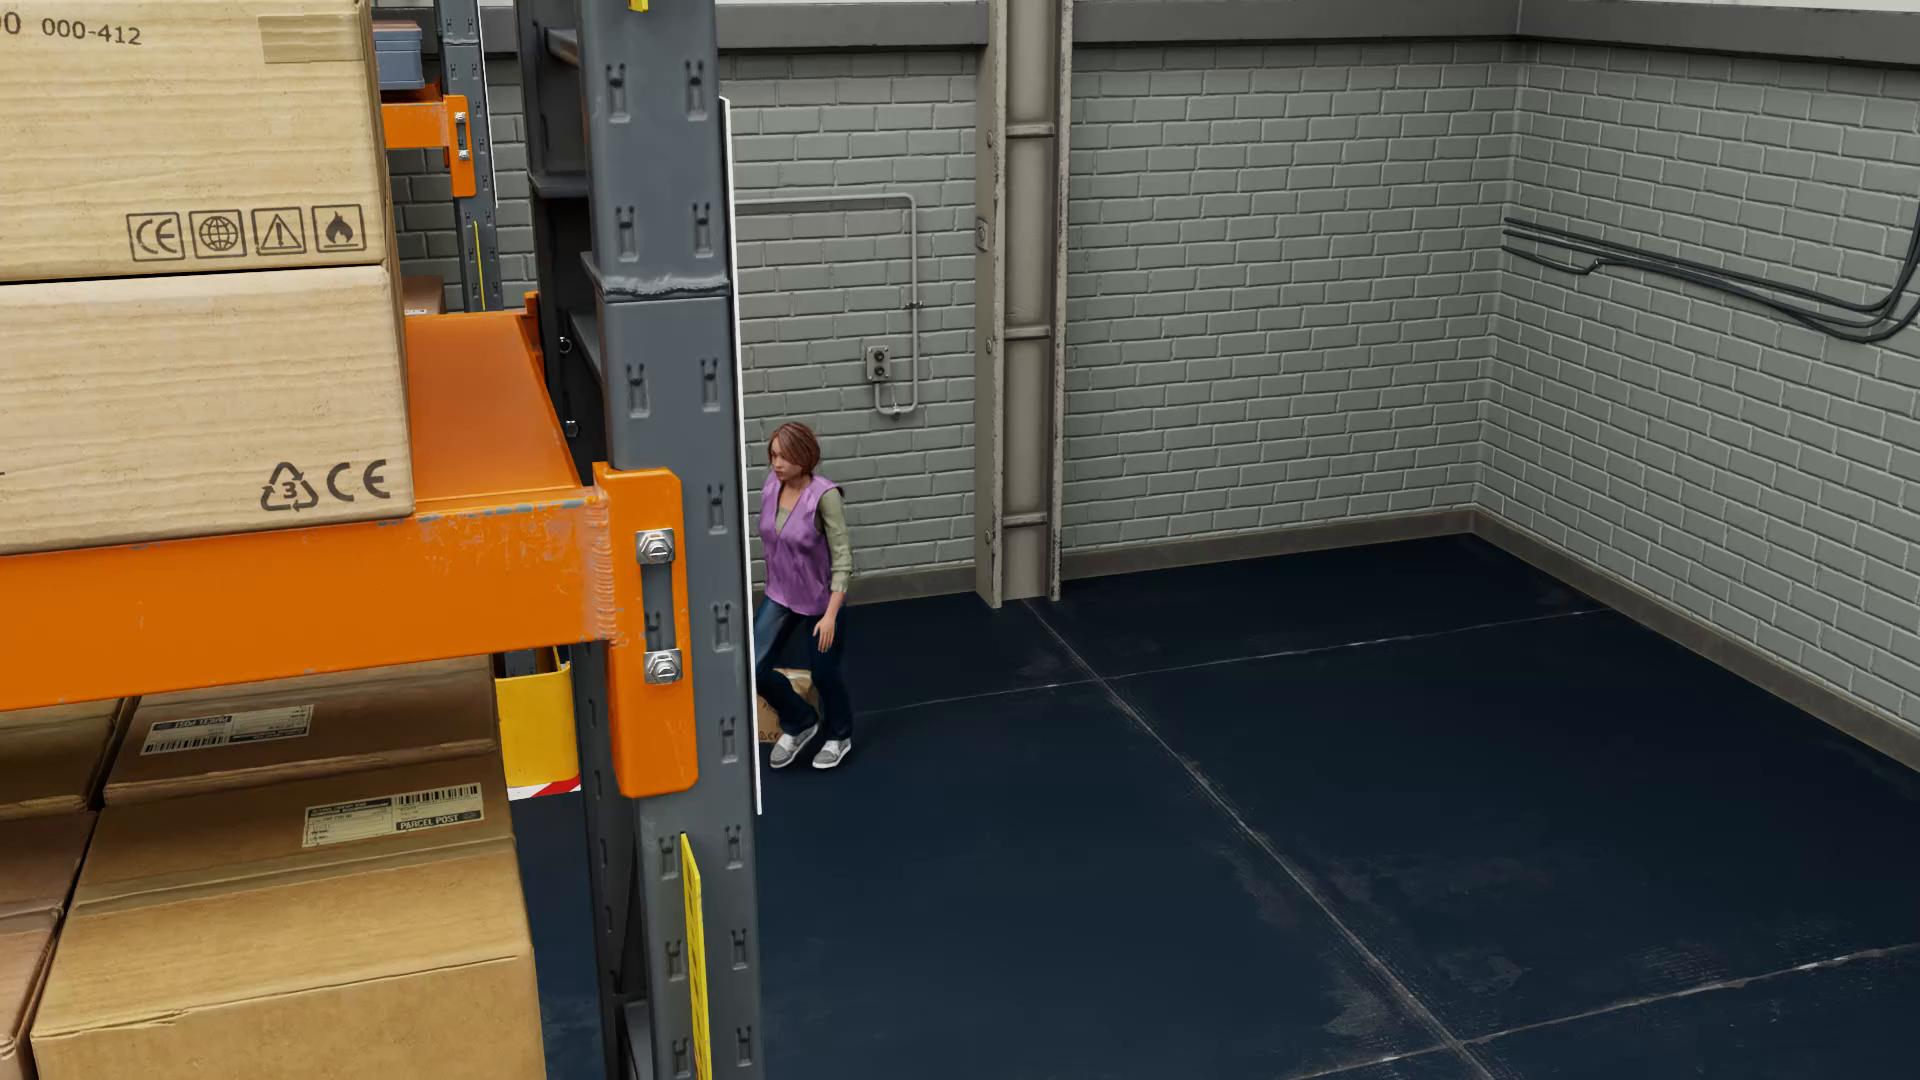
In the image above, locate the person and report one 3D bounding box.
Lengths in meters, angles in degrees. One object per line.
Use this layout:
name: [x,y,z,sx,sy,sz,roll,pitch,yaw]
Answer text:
person: [-0.632,0.254,6.879,0.540,1.569,0.568,10,22,25]
